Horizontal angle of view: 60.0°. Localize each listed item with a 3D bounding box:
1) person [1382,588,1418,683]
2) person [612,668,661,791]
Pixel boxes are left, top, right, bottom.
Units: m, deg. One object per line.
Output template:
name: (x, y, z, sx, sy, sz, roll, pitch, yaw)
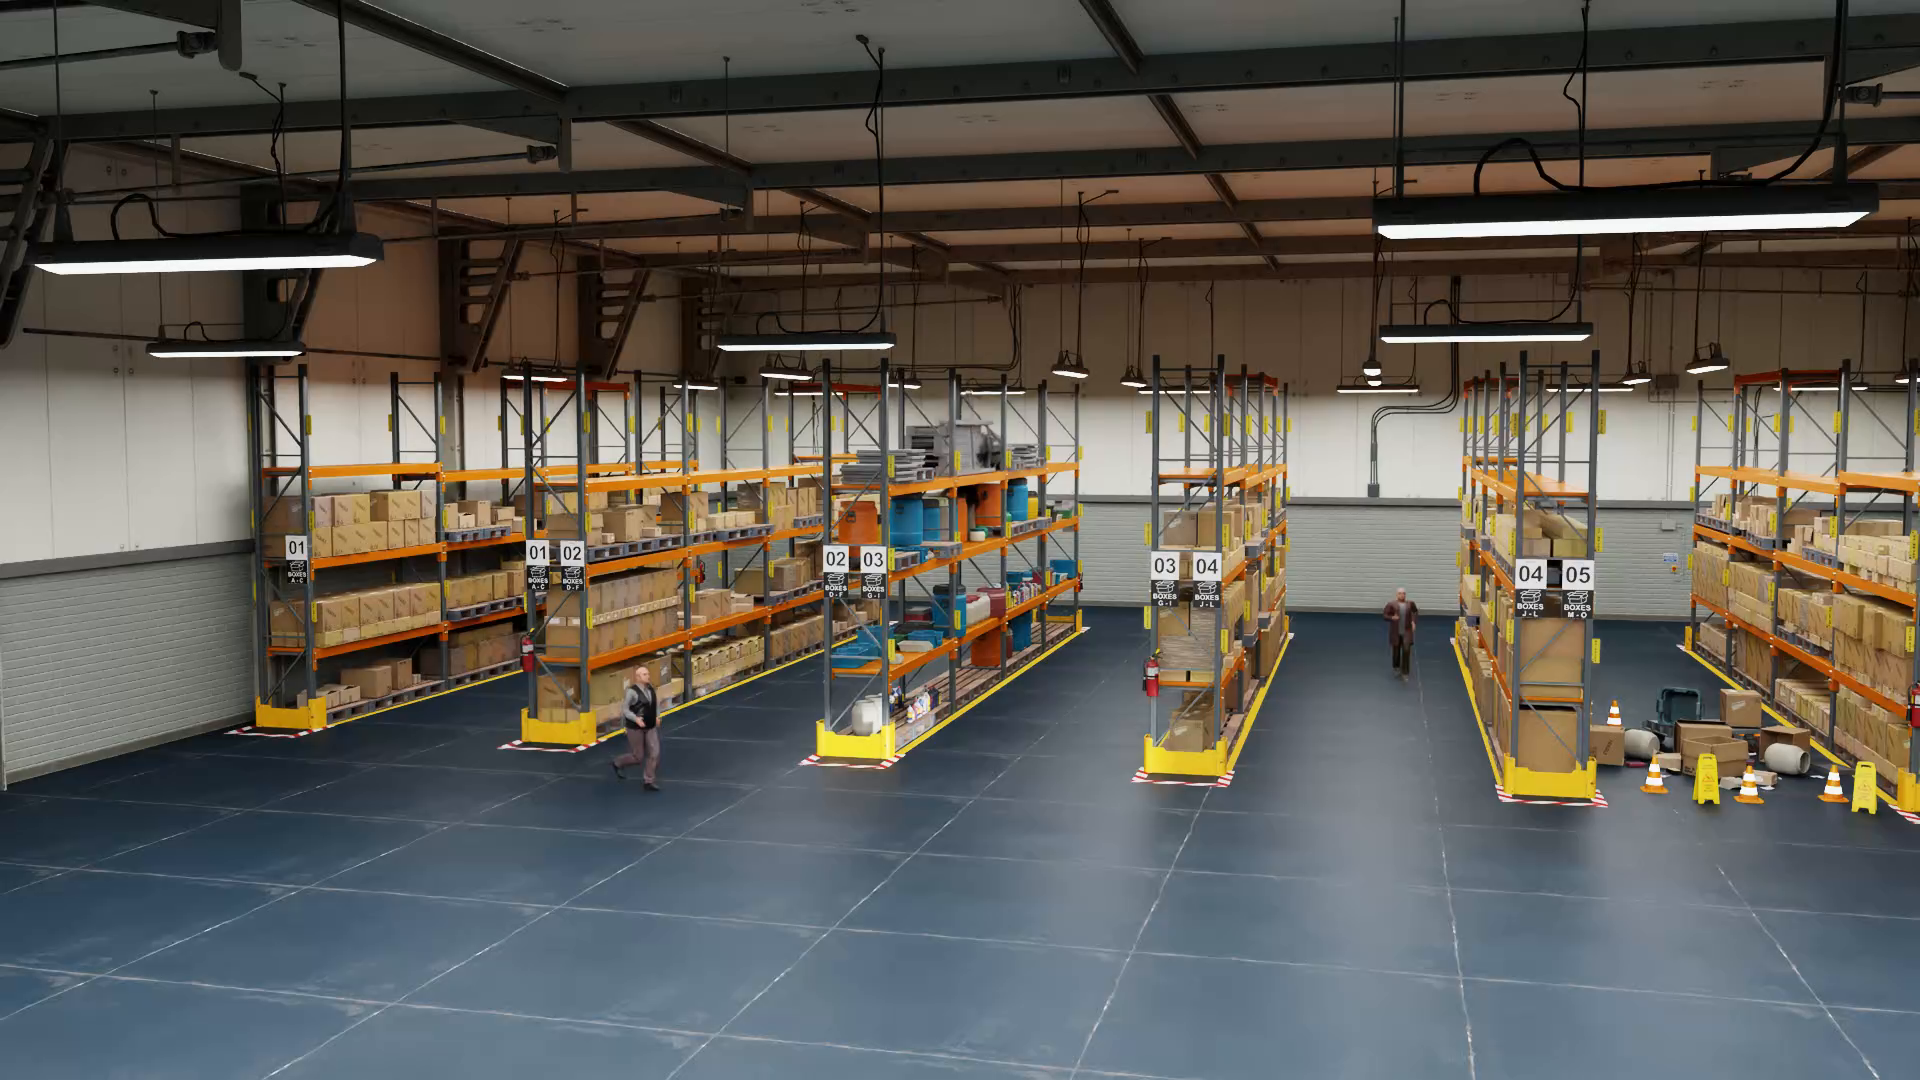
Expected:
person: (8.639, 1.848, 32.623, 0.701, 1.793, 0.985, 1, 4, 10)
person: (-4.428, 2.587, 22.884, 0.815, 1.691, 0.655, 3, 5, 37)
